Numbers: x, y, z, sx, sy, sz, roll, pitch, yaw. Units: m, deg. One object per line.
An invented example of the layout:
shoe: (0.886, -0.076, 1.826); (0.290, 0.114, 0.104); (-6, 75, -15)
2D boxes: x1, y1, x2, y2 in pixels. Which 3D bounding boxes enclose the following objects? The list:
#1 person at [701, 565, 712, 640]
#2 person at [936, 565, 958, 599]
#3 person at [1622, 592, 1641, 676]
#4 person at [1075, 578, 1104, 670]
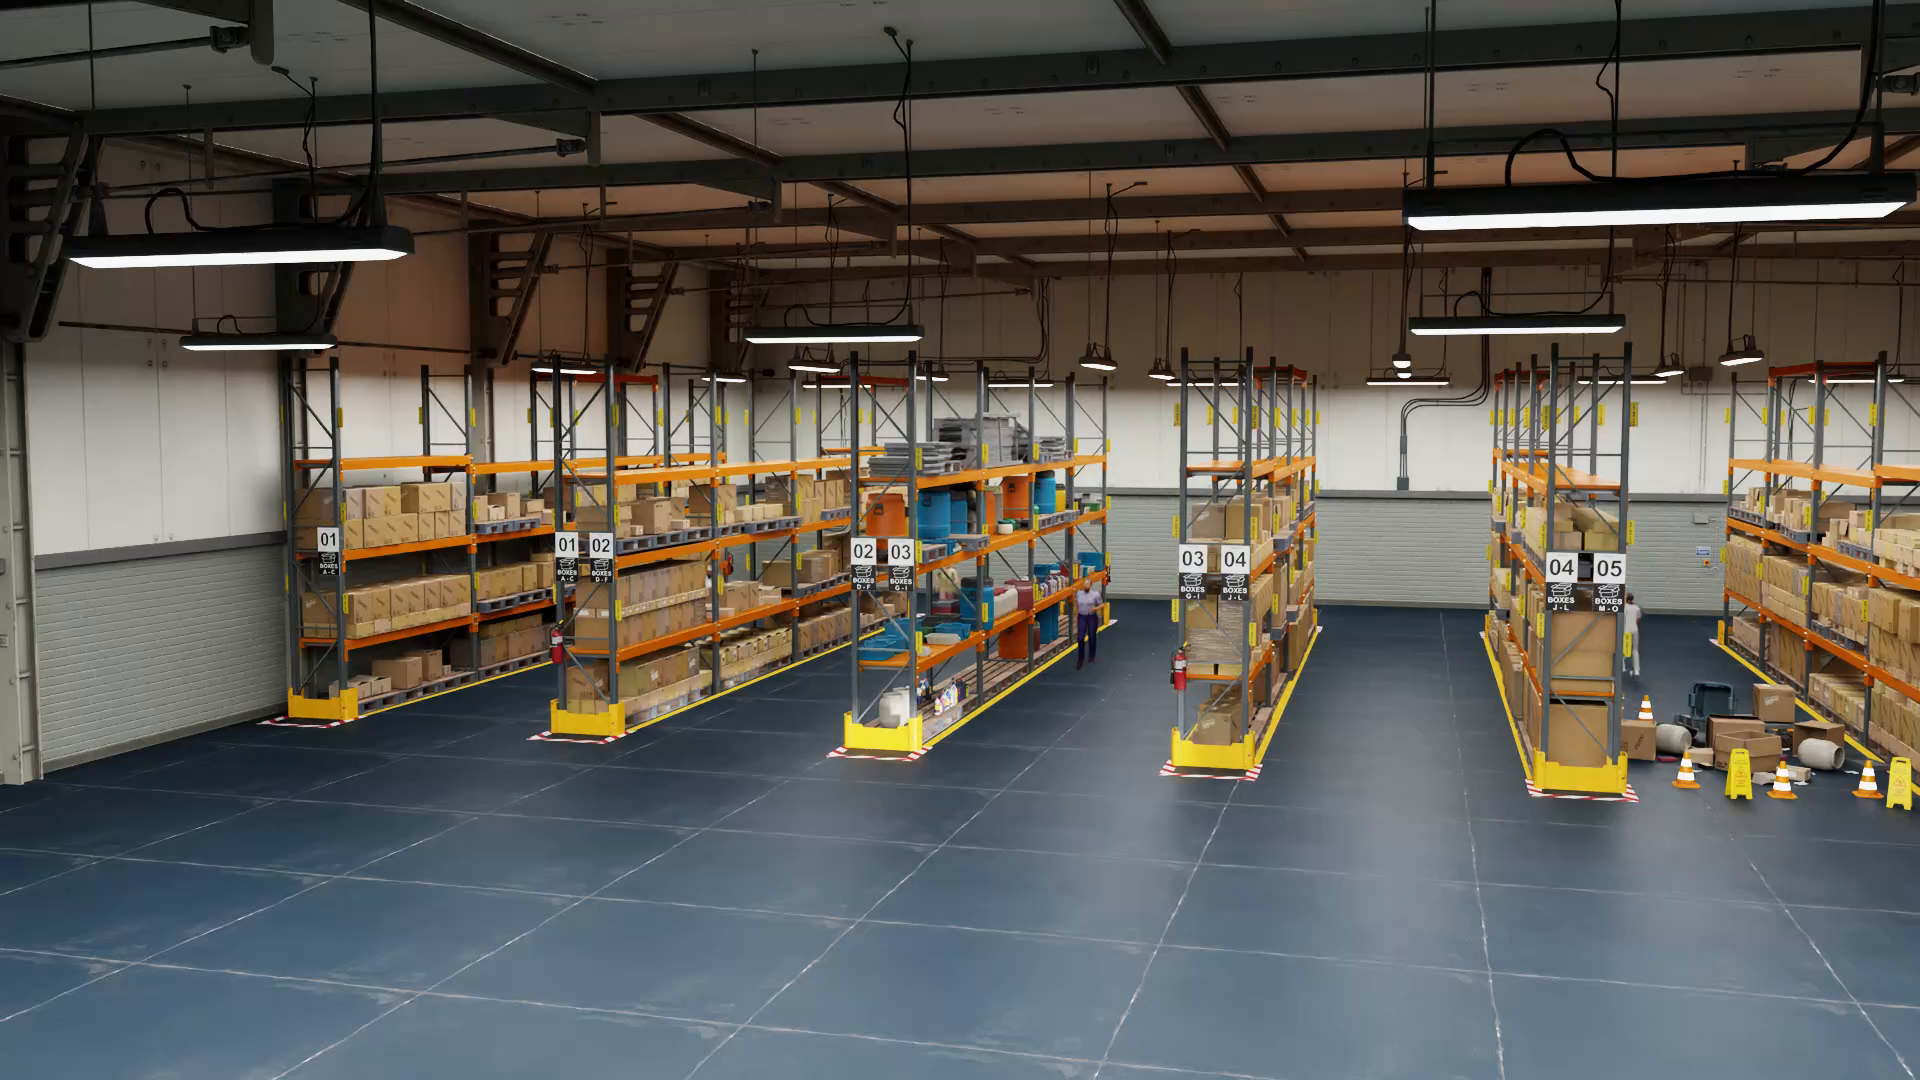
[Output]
person: (-5.634, 1.415, 37.535); (0.582, 1.726, 0.707); (1, 4, 12)
person: (-0.322, 1.257, 39.665); (0.551, 1.689, 0.689); (0, 4, 6)
person: (12.930, 1.834, 32.158); (0.560, 1.636, 0.949); (0, 4, 6)
person: (2.450, 1.606, 31.744); (0.594, 1.737, 0.706); (1, 4, 12)
